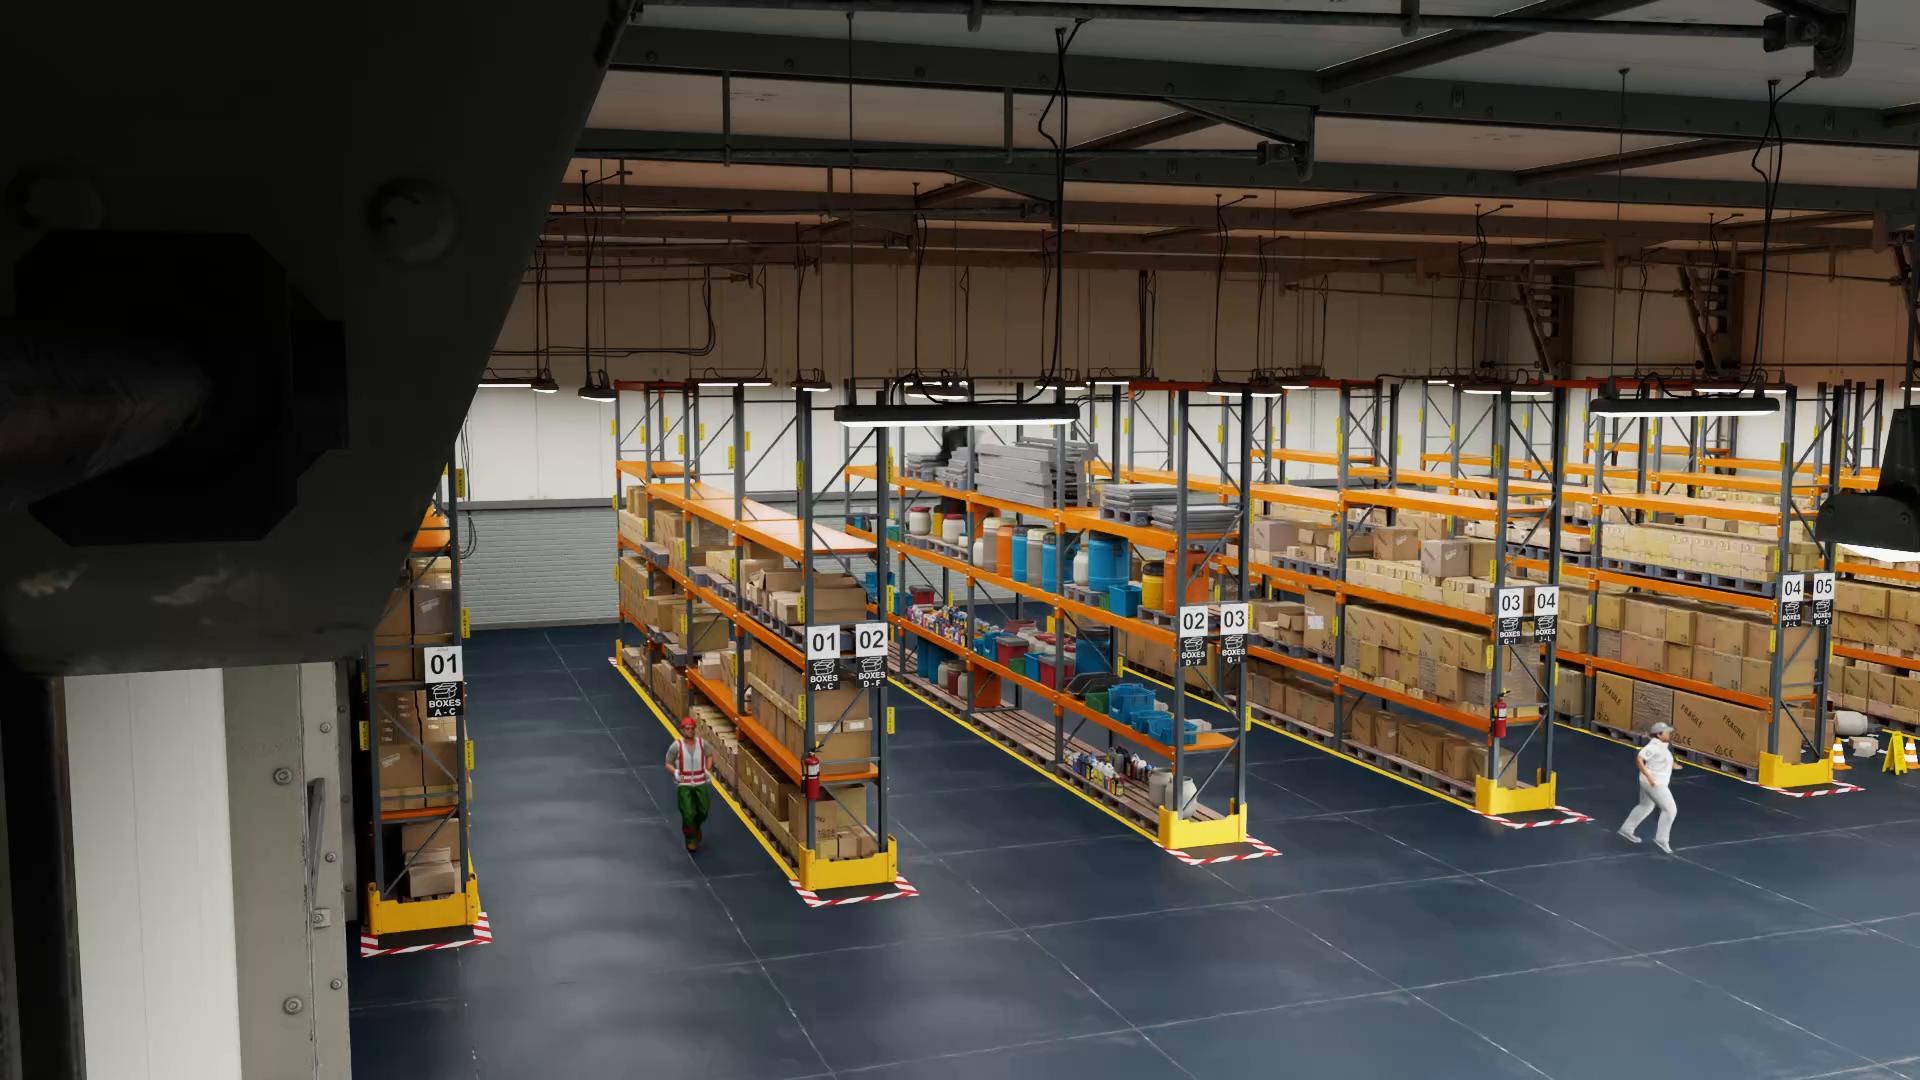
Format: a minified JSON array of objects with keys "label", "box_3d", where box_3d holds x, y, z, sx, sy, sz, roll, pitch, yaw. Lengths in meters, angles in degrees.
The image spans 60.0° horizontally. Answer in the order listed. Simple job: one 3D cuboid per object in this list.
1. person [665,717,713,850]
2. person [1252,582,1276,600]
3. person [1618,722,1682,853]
[{"label":"person","box_3d":[-3.487,3.178,21.612,0.649,1.740,0.601,-2,6,-19]},{"label":"person","box_3d":[7.660,1.091,41.508,0.674,1.736,0.714,-3,7,-27]},{"label":"person","box_3d":[9.046,3.221,21.756,0.728,1.728,0.590,2,6,22]}]
